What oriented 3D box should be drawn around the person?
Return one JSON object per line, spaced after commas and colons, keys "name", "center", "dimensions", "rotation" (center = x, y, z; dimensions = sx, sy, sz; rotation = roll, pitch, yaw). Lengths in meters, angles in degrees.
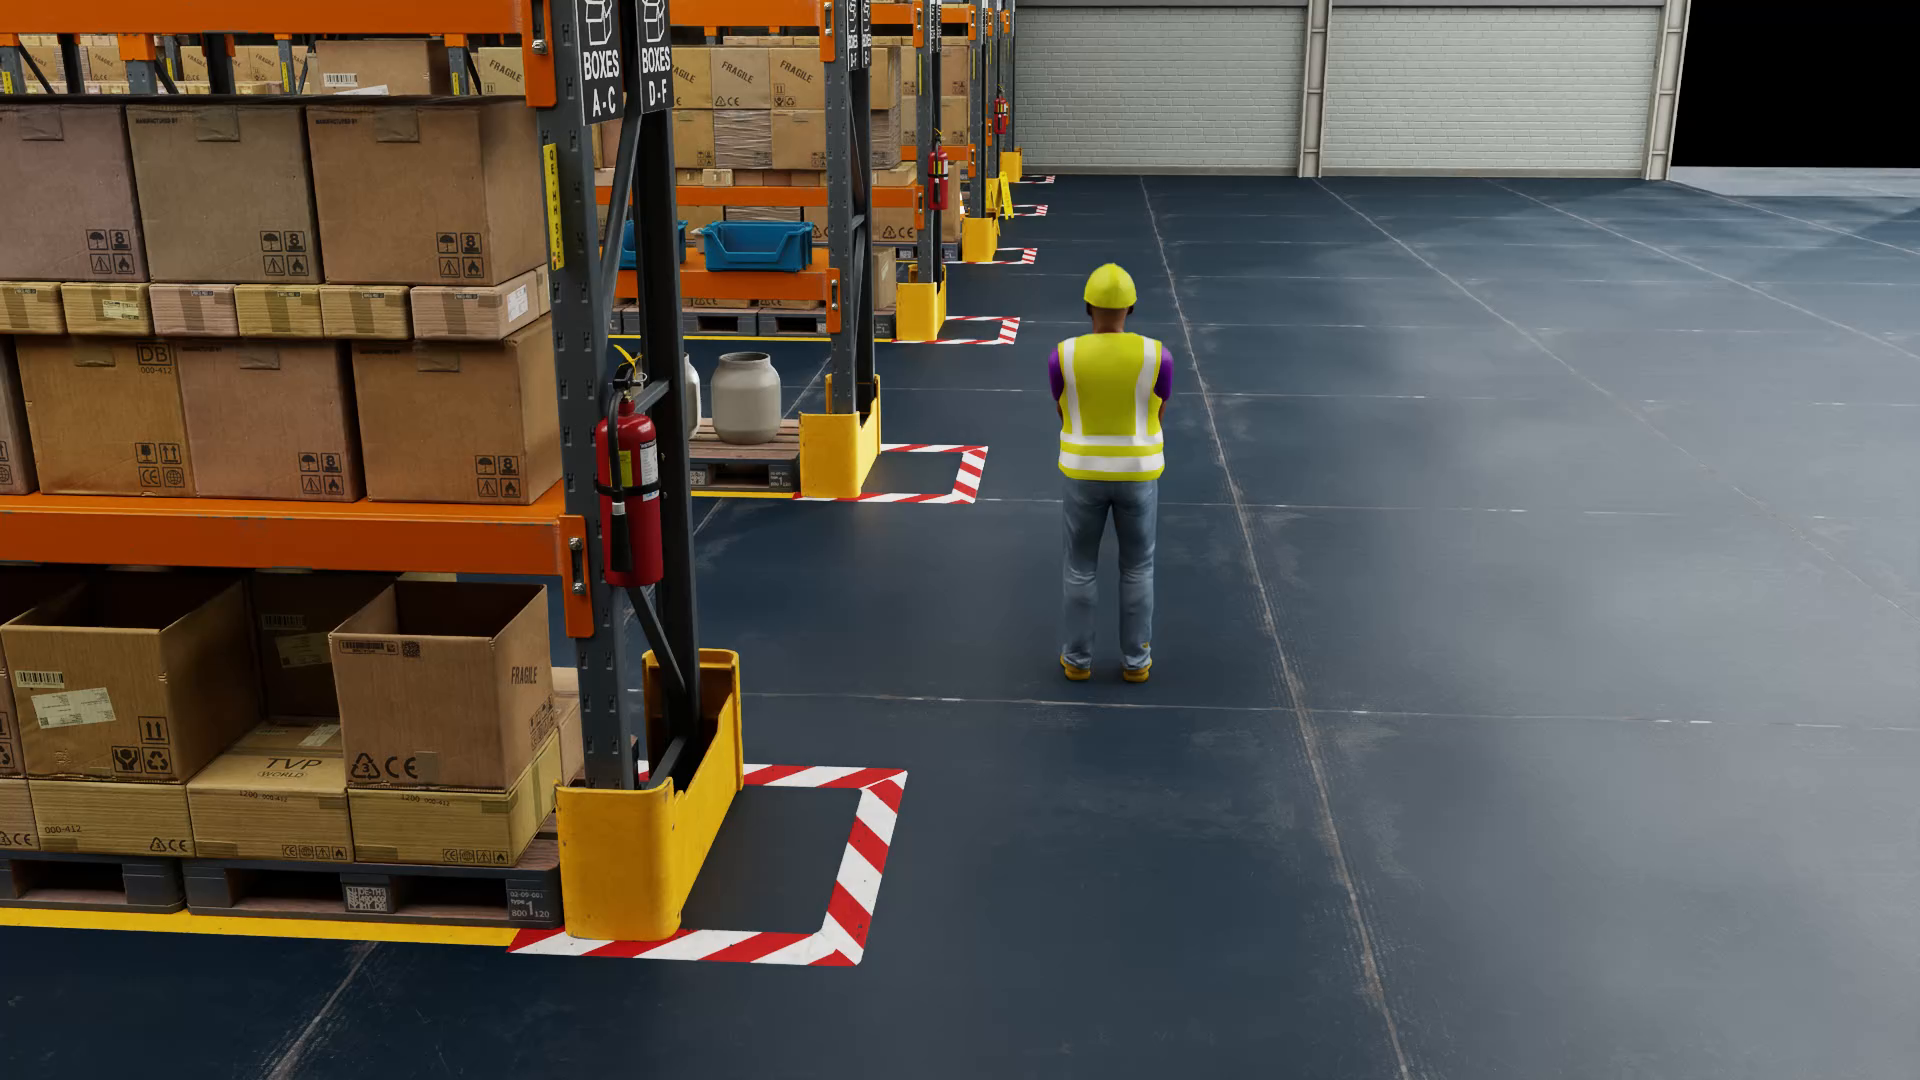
{"name": "person", "center": [0.619, -0.297, 6.966], "dimensions": [0.503, 1.760, 0.587], "rotation": [2, 17, 5]}
